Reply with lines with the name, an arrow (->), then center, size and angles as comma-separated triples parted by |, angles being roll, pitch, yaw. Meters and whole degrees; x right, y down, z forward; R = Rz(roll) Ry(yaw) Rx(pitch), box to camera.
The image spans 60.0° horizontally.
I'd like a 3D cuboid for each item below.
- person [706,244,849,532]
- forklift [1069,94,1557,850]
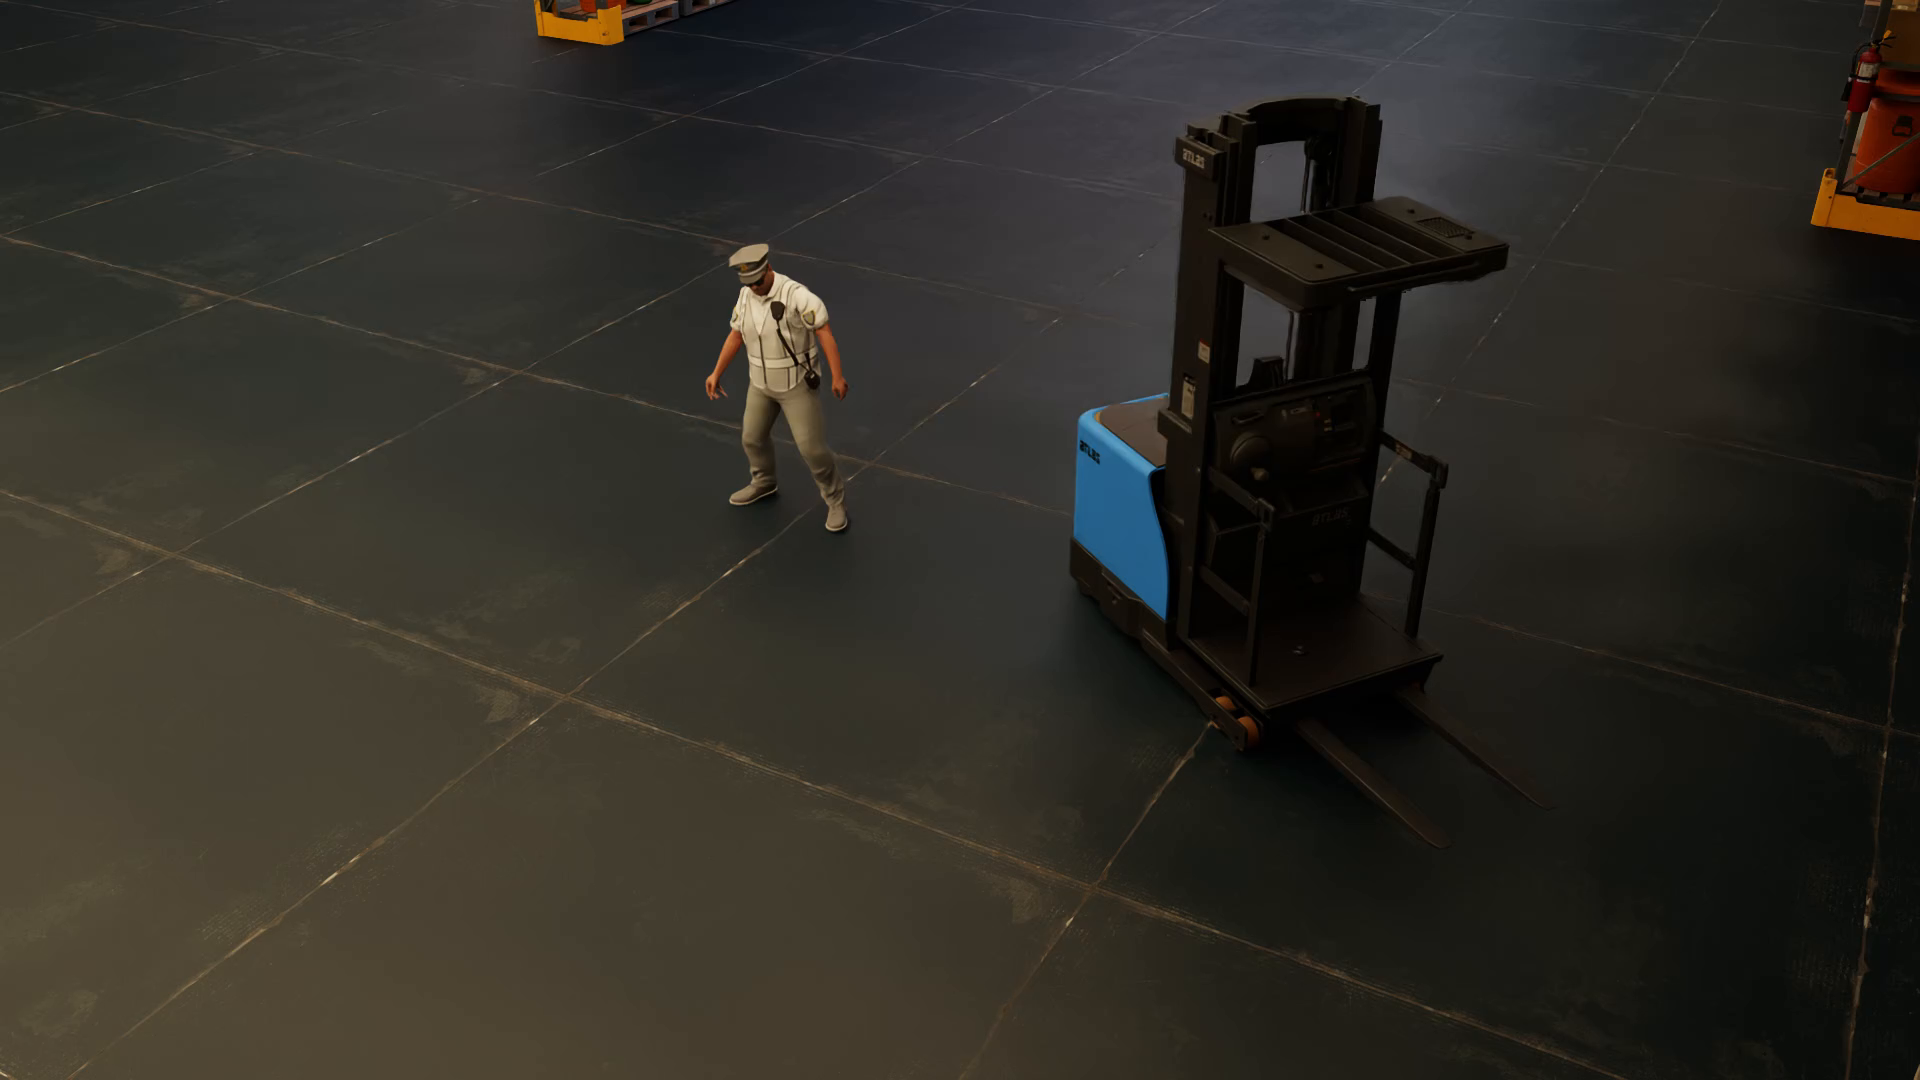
person -> -1.068, -0.937, 9.926 | 0.917, 1.711, 0.427 | 15, 33, 24
forklift -> 1.726, -0.485, 7.911 | 1.130, 2.935, 3.031 | -14, 33, -22
